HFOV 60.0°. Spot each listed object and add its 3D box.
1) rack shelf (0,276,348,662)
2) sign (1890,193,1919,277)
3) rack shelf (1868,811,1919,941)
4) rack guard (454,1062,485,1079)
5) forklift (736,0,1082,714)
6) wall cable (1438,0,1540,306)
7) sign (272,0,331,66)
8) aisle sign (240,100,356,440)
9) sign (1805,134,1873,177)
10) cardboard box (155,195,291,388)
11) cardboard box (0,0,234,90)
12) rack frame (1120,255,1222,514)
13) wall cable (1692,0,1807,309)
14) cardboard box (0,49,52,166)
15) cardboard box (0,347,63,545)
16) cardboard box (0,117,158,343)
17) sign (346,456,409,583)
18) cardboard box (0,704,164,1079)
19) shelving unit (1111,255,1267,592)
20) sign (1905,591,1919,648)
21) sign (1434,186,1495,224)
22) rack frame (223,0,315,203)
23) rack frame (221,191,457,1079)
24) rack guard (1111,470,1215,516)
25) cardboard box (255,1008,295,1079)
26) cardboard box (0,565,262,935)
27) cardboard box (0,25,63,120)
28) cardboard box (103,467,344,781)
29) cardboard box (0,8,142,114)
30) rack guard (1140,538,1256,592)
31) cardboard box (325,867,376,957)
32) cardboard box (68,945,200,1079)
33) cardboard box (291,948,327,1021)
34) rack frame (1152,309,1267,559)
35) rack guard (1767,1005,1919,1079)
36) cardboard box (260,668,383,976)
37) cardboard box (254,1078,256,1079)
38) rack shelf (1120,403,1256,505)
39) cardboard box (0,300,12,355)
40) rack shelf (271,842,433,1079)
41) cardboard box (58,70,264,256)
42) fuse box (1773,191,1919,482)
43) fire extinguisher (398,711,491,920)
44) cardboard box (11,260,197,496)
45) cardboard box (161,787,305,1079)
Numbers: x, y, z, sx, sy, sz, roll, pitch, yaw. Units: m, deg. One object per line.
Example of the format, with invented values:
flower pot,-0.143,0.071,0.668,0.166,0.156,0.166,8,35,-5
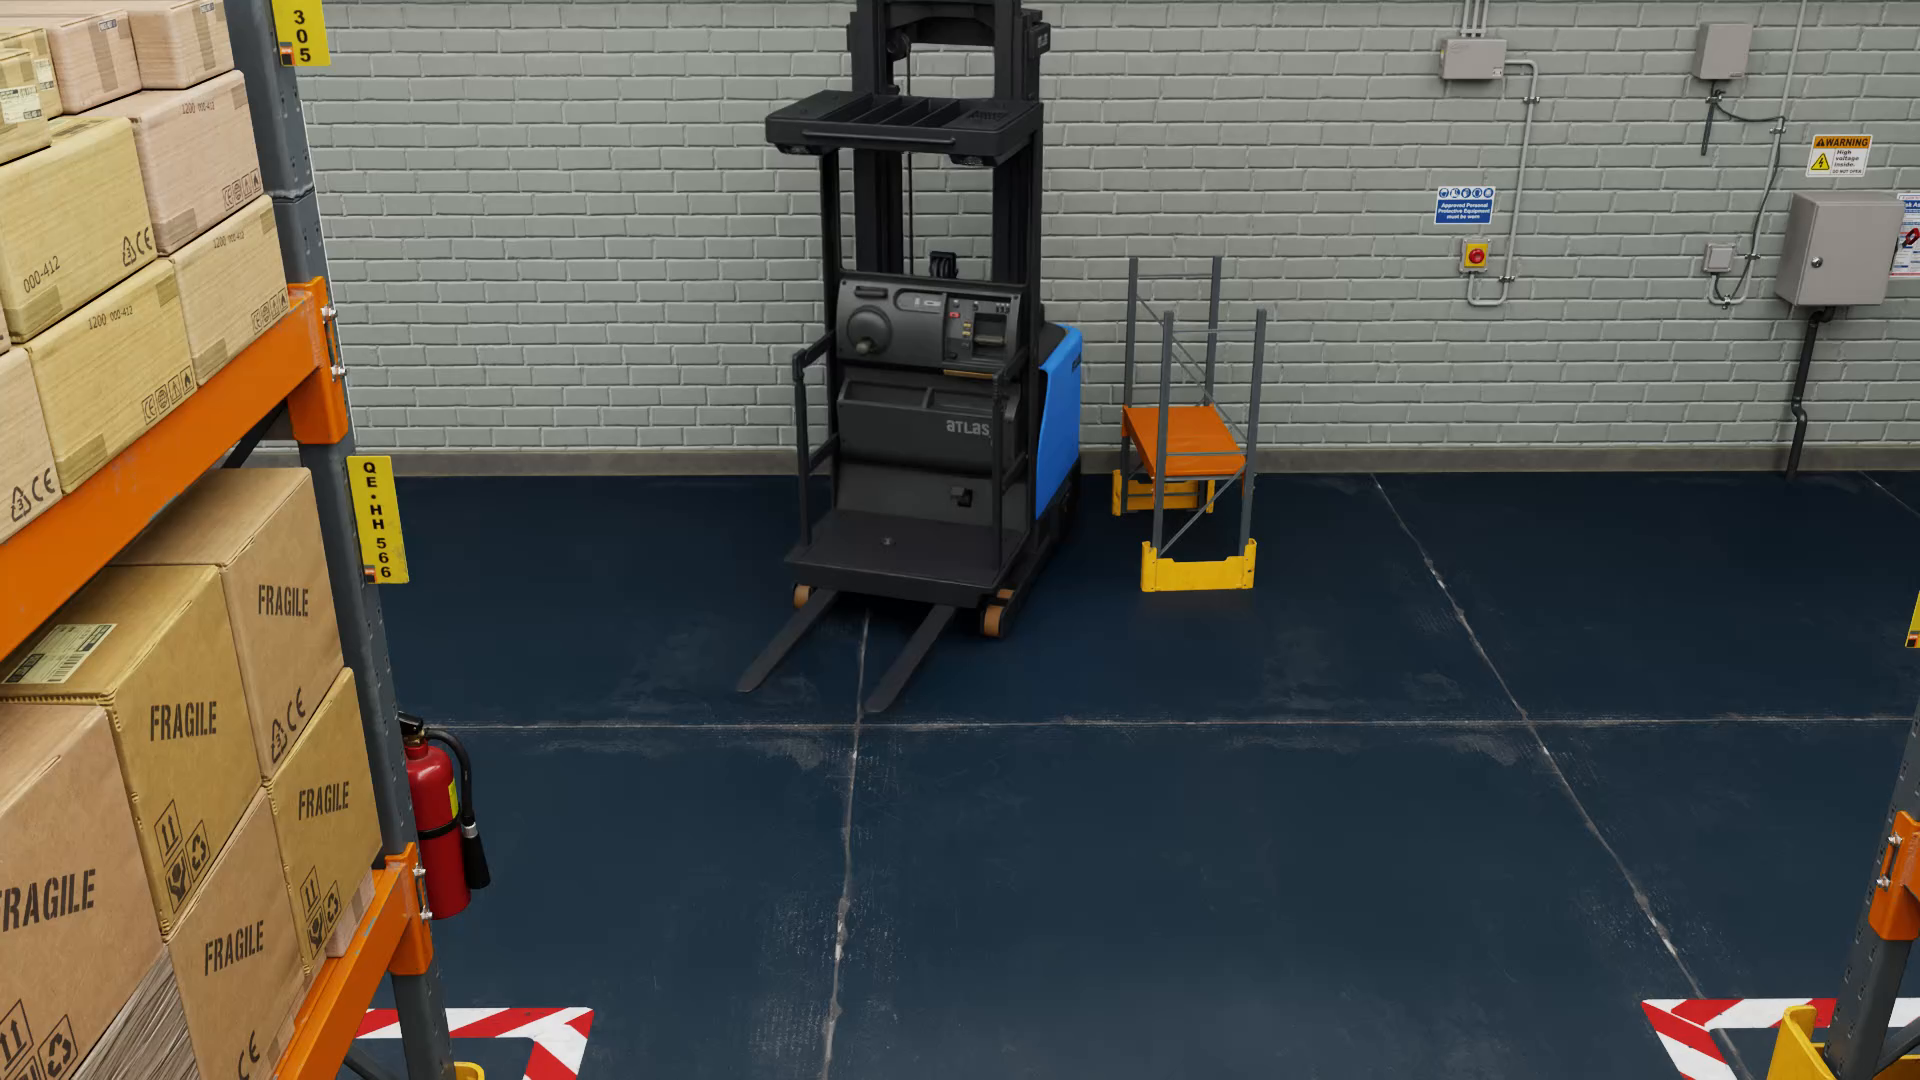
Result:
rack shelf,-1.905,0.406,1.946,1.077,0.370,4.000,0,24,-1
sign,5.531,-1.760,9.618,0.329,0.494,0.001,0,24,-1
rack shelf,3.043,1.709,2.705,1.077,0.370,4.000,0,24,-1
rack guard,-1.926,1.791,4.684,1.175,0.500,0.348,0,24,-1
forklift,-0.220,-1.034,7.979,1.130,2.935,3.031,7,25,15
wall cable,2.937,-2.244,9.301,0.585,1.953,0.123,0,24,-1
sign,-1.372,-1.144,3.425,0.100,0.325,0.005,0,24,-1
aisle sign,-1.628,-0.595,3.772,0.394,0.787,0.004,0,24,-1
sign,4.981,-2.177,9.422,0.339,0.242,0.001,0,24,-1
cardboard box,-1.657,-0.492,3.239,0.500,0.250,0.500,-1,24,-2
cardboard box,-1.630,-0.952,3.166,0.380,0.149,0.250,0,24,-1
rack frame,1.168,-0.849,9.308,0.500,1.500,0.032,-2,24,-4
wall cable,4.355,-2.241,9.332,0.588,1.984,0.122,0,24,-1
cardboard box,-1.610,-0.635,2.467,0.380,0.149,0.250,0,24,0
cardboard box,-1.653,-0.077,2.322,0.500,0.250,0.500,1,24,2
cardboard box,-1.661,-0.506,2.665,0.500,0.250,0.500,-1,24,-2
sign,-1.372,-0.045,3.922,0.100,0.325,0.005,0,24,-1
cardboard box,-1.653,0.594,2.600,0.500,0.500,0.500,1,24,2
shelving unit,1.204,-0.644,8.854,0.587,1.500,1.083,-2,24,-4
sign,2.467,0.126,4.184,0.100,0.325,0.005,0,24,-1
sign,2.888,-1.915,9.516,0.327,0.218,0.001,0,24,-1
rack frame,-1.927,-2.113,3.002,1.000,3.000,0.127,0,24,-1
rack frame,-1.927,0.621,4.238,1.000,3.000,0.127,0,24,-1
rack guard,1.168,-0.279,9.564,0.587,0.250,0.087,-2,24,-4
cardboard box,-1.658,1.074,3.540,0.380,0.149,0.250,0,24,-1
cardboard box,-1.668,0.380,3.074,0.500,0.500,0.500,-1,24,-2
cardboard box,-1.721,-0.744,2.706,0.380,0.149,0.250,-1,24,-2
cardboard box,-1.673,0.171,3.536,0.500,0.500,0.500,-1,24,-2
cardboard box,-1.703,-0.850,2.940,0.380,0.149,0.250,0,24,0
rack guard,1.240,0.130,8.659,0.587,0.250,0.087,-2,24,-4
cardboard box,-1.641,0.868,3.996,0.380,0.149,0.250,0,24,0
cardboard box,-1.649,1.045,2.818,0.500,0.500,0.500,0,24,0
cardboard box,-1.676,0.971,3.769,0.380,0.149,0.250,0,24,-1
rack frame,1.241,-0.431,8.384,0.500,1.500,0.032,-2,24,-4
rack guard,3.021,1.686,4.916,1.175,0.500,0.348,0,24,-1
cardboard box,-1.665,0.623,3.749,0.500,0.500,0.500,0,24,1
cardboard box,-1.632,1.179,3.308,0.380,0.149,0.250,0,24,1
rack shelf,1.204,-0.476,8.920,0.538,0.185,1.000,-2,24,-4
cardboard box,-1.658,-0.295,2.198,0.500,0.250,0.500,0,24,0
rack shelf,-1.905,1.772,2.564,1.077,0.370,4.000,0,24,-1
cardboard box,-1.668,-0.717,3.131,0.500,0.250,0.500,-1,24,-2
fuse box,5.039,-1.129,9.670,0.539,1.711,0.414,0,24,-1
fire extinguisher,-1.468,0.720,4.565,0.296,0.674,0.183,0,24,-1
cardboard box,-1.645,-0.281,2.774,0.500,0.250,0.500,0,24,0
cardboard box,-1.664,0.836,3.280,0.500,0.500,0.500,-1,24,-1
